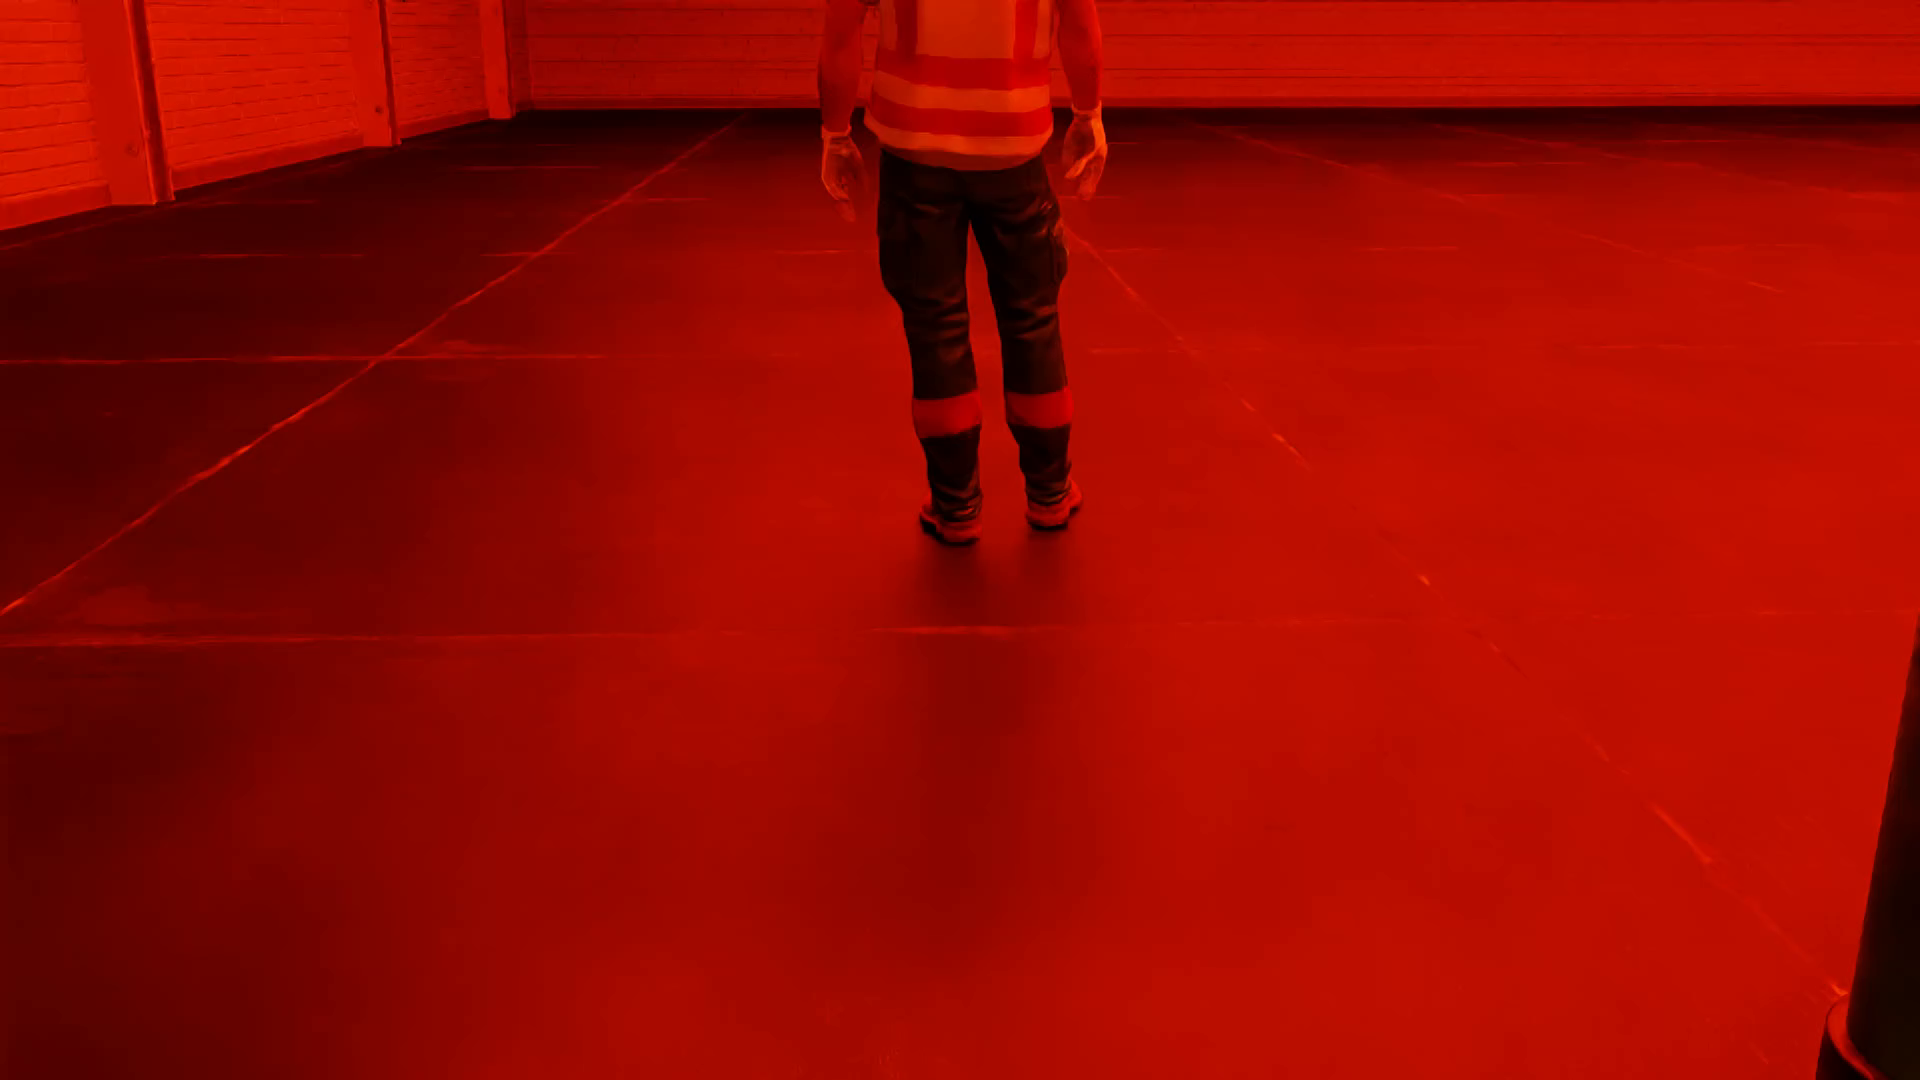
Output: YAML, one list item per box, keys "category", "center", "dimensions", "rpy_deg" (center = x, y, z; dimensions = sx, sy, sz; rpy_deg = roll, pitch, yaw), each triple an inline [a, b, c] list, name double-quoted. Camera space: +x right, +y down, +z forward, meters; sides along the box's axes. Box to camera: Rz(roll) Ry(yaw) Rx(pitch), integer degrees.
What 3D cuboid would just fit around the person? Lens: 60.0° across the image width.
- category: "person"
  center: [0.007, -0.886, 3.732]
  dimensions: [0.637, 1.787, 0.563]
  rpy_deg: [-1, 17, -3]
